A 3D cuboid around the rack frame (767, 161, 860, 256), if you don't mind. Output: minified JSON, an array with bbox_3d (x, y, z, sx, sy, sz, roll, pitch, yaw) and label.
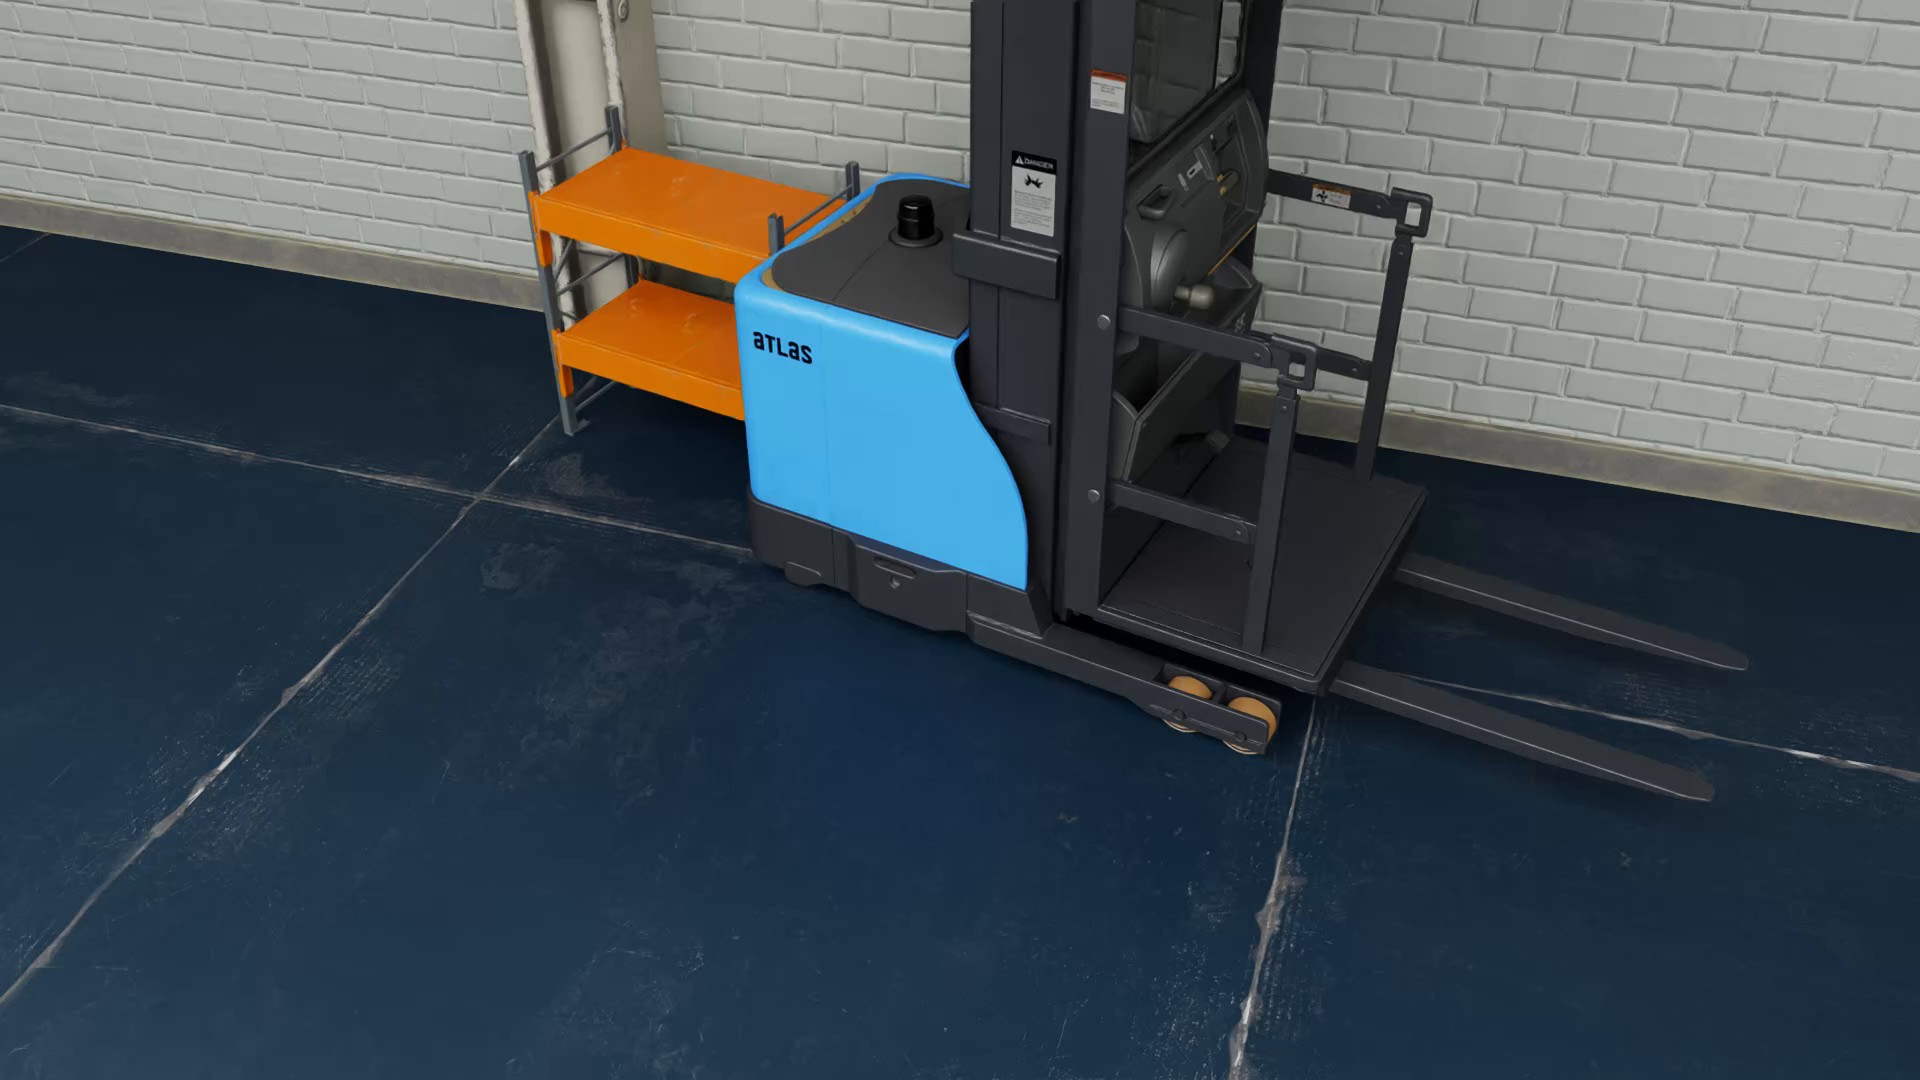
[{"bbox_3d":[-0.472,-0.687,5.734,0.032,1.125,0.500,18,40,23],"label":"rack frame"}]

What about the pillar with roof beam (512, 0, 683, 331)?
[{"bbox_3d":[-2.652,-2.009,0.889,0.400,9.000,9.100,10,38,14],"label":"pillar with roof beam"}]

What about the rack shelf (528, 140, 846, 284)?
[{"bbox_3d":[-0.917,-1.069,5.759,1.000,0.278,0.538,18,40,23],"label":"rack shelf"}]

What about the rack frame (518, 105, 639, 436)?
[{"bbox_3d":[-1.362,-0.979,6.131,0.032,1.125,0.500,18,40,23],"label":"rack frame"}]

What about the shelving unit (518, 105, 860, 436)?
[{"bbox_3d":[-0.917,-0.833,5.933,1.048,1.125,0.538,18,40,23],"label":"shelving unit"}]

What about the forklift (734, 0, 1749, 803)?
[{"bbox_3d":[0.839,-0.912,4.517,3.031,2.935,1.130,18,40,23],"label":"forklift"}]

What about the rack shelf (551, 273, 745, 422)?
[{"bbox_3d":[-0.917,-0.636,6.078,1.000,0.278,0.538,18,40,23],"label":"rack shelf"}]
